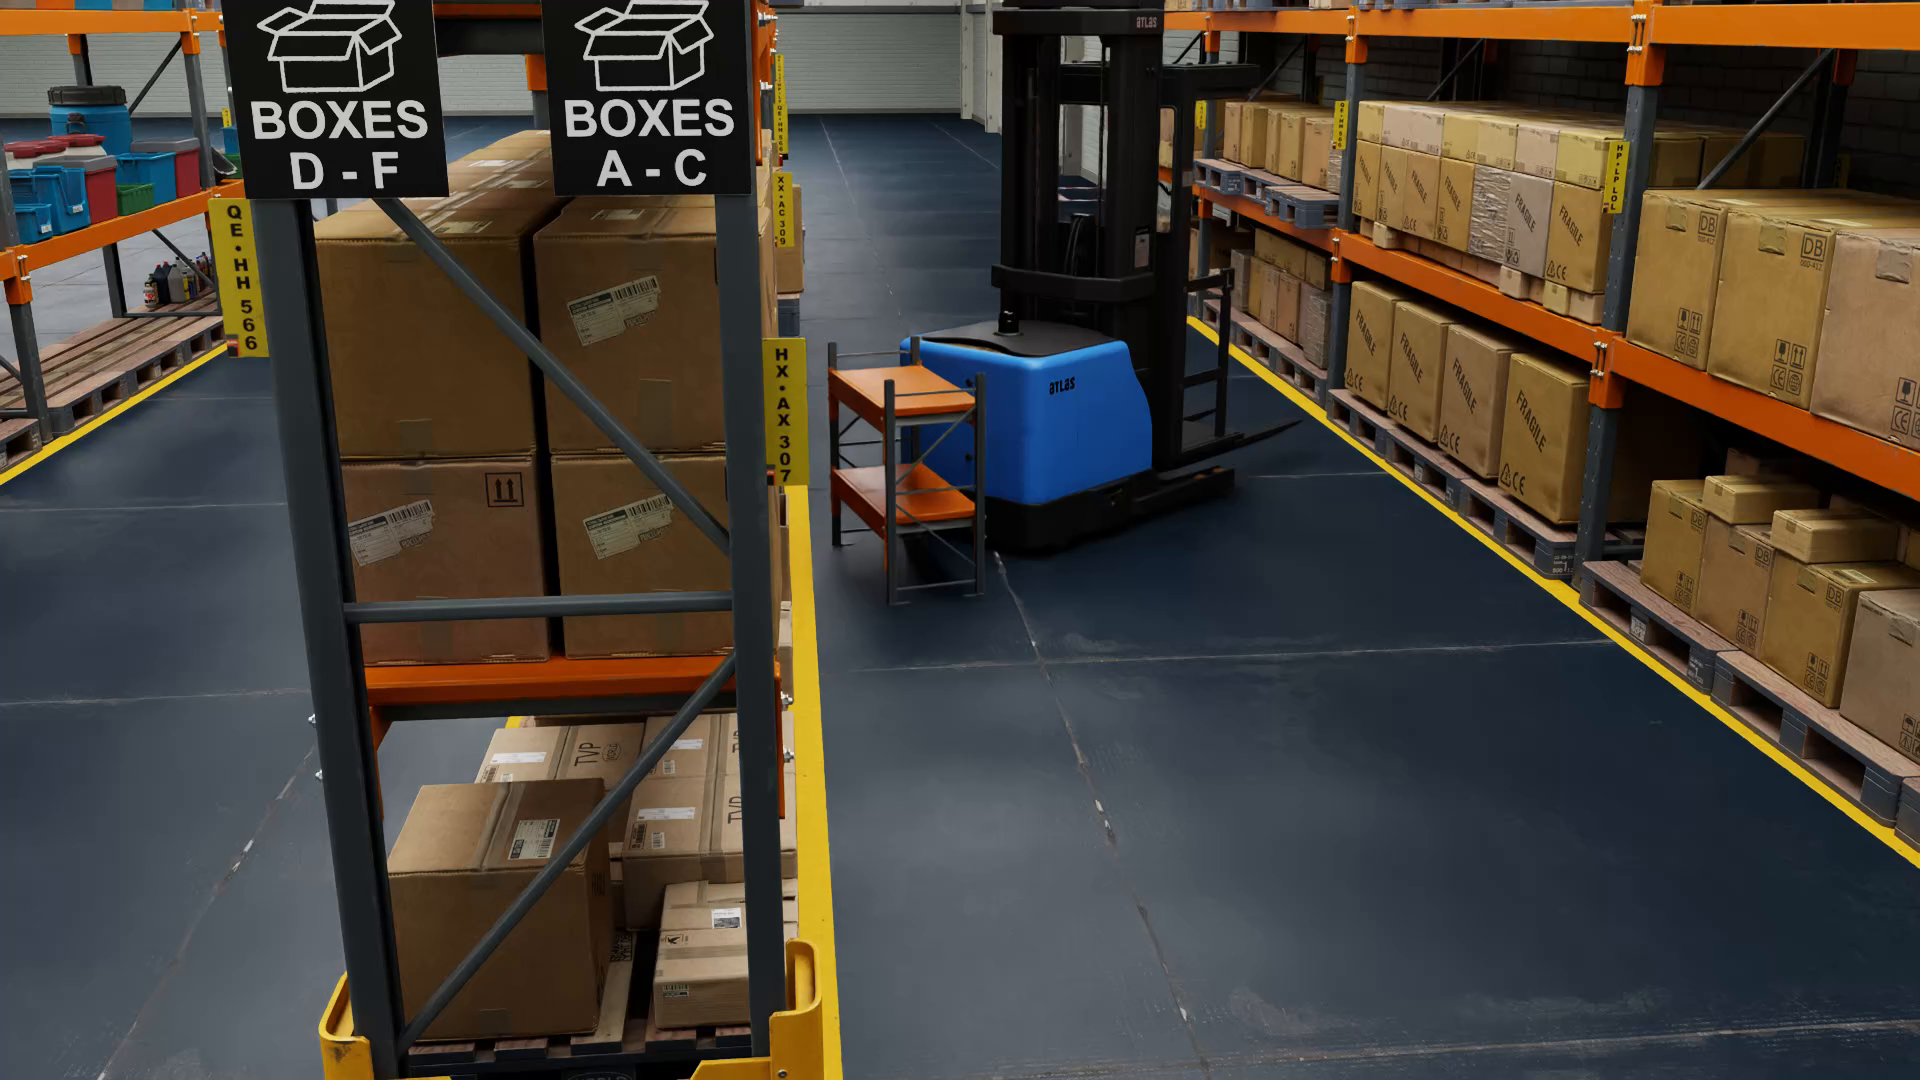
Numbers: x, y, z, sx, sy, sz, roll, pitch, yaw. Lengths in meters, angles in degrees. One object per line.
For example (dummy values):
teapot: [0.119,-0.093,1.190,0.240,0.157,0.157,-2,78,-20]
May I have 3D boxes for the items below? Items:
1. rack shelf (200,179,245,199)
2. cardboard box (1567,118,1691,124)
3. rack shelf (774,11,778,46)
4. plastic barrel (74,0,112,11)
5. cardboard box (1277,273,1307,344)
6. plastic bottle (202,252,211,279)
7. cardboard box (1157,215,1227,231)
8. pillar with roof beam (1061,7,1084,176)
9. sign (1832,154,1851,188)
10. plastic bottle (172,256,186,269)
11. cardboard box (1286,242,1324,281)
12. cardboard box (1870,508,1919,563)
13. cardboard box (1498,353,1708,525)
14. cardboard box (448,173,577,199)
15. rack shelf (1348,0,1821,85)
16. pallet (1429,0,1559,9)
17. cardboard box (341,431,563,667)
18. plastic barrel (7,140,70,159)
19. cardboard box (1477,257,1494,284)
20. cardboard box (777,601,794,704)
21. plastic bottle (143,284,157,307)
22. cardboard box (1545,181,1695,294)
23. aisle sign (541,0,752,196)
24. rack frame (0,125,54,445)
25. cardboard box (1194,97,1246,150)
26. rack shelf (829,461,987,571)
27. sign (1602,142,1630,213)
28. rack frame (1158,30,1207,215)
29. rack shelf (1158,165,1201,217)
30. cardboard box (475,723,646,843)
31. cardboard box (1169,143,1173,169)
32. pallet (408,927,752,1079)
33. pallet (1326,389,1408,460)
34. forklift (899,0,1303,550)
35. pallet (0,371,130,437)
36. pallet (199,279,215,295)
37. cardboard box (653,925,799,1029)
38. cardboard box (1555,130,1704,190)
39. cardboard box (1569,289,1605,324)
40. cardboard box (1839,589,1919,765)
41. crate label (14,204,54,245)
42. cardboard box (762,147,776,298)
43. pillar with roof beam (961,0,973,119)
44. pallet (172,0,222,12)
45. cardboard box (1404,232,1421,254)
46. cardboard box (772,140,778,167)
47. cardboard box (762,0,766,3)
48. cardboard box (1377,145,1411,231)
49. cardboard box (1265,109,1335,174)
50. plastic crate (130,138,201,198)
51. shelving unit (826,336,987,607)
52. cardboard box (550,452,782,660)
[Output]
rack shelf: [-7.291,-3.521,16.586,1.077,0.370,4.000,-2,18,-6]
cardboard box: [3.689,-2.198,9.221,0.500,0.250,0.500,-2,18,-7]
rack shelf: [-2.364,-5.104,16.620,1.077,0.370,4.000,-2,18,-6]
plastic barrel: [-6.681,-4.404,12.353,0.600,0.901,0.708,-2,18,-6]
cardboard box: [3.039,-1.917,13.714,0.700,0.500,0.500,-2,18,-6]
plastic bottle: [-7.615,-2.756,16.749,0.061,0.283,0.133,-1,17,-5]
cardboard box: [2.424,-3.185,17.752,0.700,0.500,0.500,-3,18,-9]
pillar with roof beam: [-2.230,-10.889,28.837,9.100,9.000,0.400,-2,18,-6]
sign: [4.147,-1.659,7.877,0.100,0.325,0.005,-2,18,-6]
plastic bottle: [-7.491,-2.551,15.982,0.144,0.351,0.185,-2,18,-6]
cardboard box: [3.002,-2.296,13.668,0.500,0.250,0.500,-2,18,-6]
cardboard box: [3.862,-0.021,6.625,0.380,0.149,0.250,-2,18,-5]
cardboard box: [3.398,-0.555,8.826,0.750,0.750,0.750,-2,17,-5]
cardboard box: [-1.350,-0.799,4.877,0.500,0.500,0.500,-1,17,-4]
rack shelf: [3.389,-2.875,9.519,1.077,0.370,4.000,-2,18,-6]
pallet: [3.420,-3.200,9.671,1.003,0.211,1.213,-1,17,-3]
cardboard box: [-1.236,-0.018,4.059,0.500,0.500,0.500,-1,17,-4]
plastic barrel: [-7.128,-2.823,12.934,0.433,0.535,0.433,0,17,0]
cardboard box: [3.191,-1.552,9.500,0.380,0.149,0.250,-2,18,-7]
cardboard box: [-0.914,0.421,6.584,0.500,0.311,0.500,-2,18,-6]
plastic bottle: [-7.432,-2.242,15.247,0.097,0.201,0.097,0,17,0]
cardboard box: [3.296,-1.520,8.313,0.500,0.500,0.500,-2,18,-7]
aisle sign: [-0.620,-1.074,3.250,0.394,0.787,0.004,-2,18,-6]
rack frame: [-6.672,-2.077,10.784,1.000,3.000,0.127,-2,18,-6]
cardboard box: [2.413,-4.001,15.880,0.500,0.500,0.500,-2,18,-6]
rack shelf: [-0.287,-0.149,8.591,0.538,0.278,1.000,-6,18,-19]
sign: [3.056,-1.686,7.739,0.100,0.325,0.005,-2,18,-6]
rack frame: [2.357,-4.766,19.351,1.000,3.000,0.127,-2,18,-6]
rack shelf: [2.563,-3.827,17.560,1.077,0.370,4.000,-2,18,-6]
cardboard box: [-1.289,0.819,5.418,0.500,0.250,0.500,-2,18,-6]
cardboard box: [2.376,-3.793,16.467,0.500,0.250,0.500,-2,18,-5]
pallet: [-1.011,1.225,4.922,1.003,0.211,1.213,-2,18,-6]
pallet: [3.189,-0.815,11.421,1.003,0.211,1.213,-2,18,-6]
forklift: [1.009,-1.714,9.743,1.130,2.935,3.031,15,23,40]
pallet: [-6.713,-0.978,11.940,1.003,0.211,1.213,-2,18,-6]
pallet: [-7.241,-2.504,16.799,1.003,0.211,1.213,-2,18,-6]
cardboard box: [-0.621,1.170,4.468,0.380,0.149,0.250,-2,18,-6]
cardboard box: [3.292,-1.879,8.206,0.500,0.250,0.500,-1,17,-4]
cardboard box: [3.278,-1.173,8.290,0.380,0.149,0.250,-2,18,-5]
cardboard box: [3.731,0.489,6.085,0.700,0.500,0.500,-2,18,-7]
crate label: [-6.343,-2.134,11.246,0.303,0.233,0.416,-2,18,-6]
cardboard box: [-0.915,-1.116,5.888,0.500,0.500,0.500,-2,18,-5]
pillar with roof beam: [-4.087,-16.252,45.919,9.100,9.000,0.400,-2,18,-6]
pallet: [-7.256,-4.821,14.834,1.213,0.211,1.003,-2,18,-6]
cardboard box: [3.095,-1.939,10.731,0.380,0.149,0.250,-2,18,-6]
cardboard box: [-1.568,-2.292,10.603,0.700,0.500,0.500,-8,19,-24]
cardboard box: [-0.916,-1.962,5.660,0.500,0.250,0.500,-2,18,-6]
cardboard box: [3.023,-2.273,10.712,0.500,0.500,0.500,-1,17,-4]
cardboard box: [2.938,-3.317,13.835,0.700,0.500,0.500,1,17,2]
plastic crate: [-6.730,-3.164,14.141,0.402,0.464,0.583,-2,18,-6]
shelving unit: [-0.287,-0.383,8.518,0.538,1.125,1.048,-6,18,-19]
cardboard box: [-0.703,-0.033,4.108,0.500,0.500,0.500,-1,17,-4]
